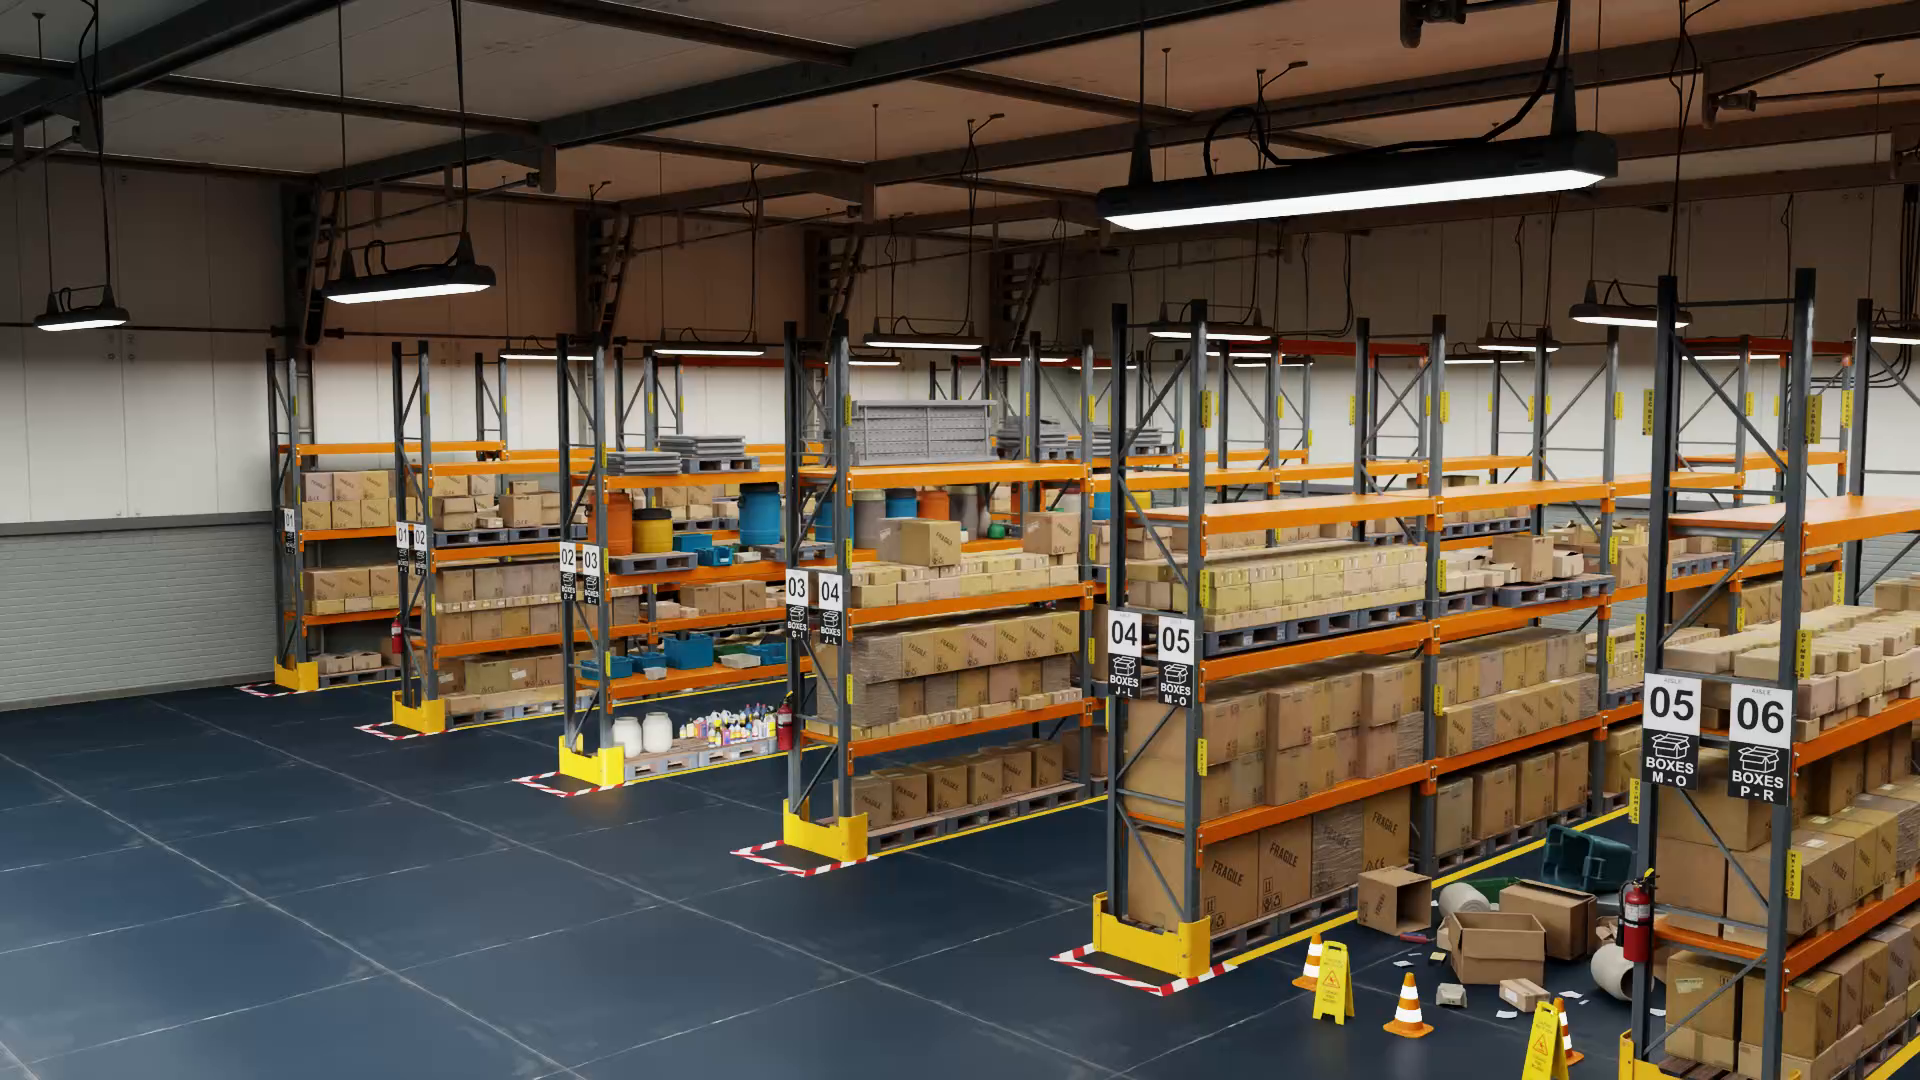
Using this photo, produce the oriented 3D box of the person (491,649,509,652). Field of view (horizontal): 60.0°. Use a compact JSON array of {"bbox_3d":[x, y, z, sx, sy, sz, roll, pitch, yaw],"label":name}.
[{"bbox_3d":[-8.211,1.781,29.435,0.451,1.650,0.456,-1,5,-10],"label":"person"}]
